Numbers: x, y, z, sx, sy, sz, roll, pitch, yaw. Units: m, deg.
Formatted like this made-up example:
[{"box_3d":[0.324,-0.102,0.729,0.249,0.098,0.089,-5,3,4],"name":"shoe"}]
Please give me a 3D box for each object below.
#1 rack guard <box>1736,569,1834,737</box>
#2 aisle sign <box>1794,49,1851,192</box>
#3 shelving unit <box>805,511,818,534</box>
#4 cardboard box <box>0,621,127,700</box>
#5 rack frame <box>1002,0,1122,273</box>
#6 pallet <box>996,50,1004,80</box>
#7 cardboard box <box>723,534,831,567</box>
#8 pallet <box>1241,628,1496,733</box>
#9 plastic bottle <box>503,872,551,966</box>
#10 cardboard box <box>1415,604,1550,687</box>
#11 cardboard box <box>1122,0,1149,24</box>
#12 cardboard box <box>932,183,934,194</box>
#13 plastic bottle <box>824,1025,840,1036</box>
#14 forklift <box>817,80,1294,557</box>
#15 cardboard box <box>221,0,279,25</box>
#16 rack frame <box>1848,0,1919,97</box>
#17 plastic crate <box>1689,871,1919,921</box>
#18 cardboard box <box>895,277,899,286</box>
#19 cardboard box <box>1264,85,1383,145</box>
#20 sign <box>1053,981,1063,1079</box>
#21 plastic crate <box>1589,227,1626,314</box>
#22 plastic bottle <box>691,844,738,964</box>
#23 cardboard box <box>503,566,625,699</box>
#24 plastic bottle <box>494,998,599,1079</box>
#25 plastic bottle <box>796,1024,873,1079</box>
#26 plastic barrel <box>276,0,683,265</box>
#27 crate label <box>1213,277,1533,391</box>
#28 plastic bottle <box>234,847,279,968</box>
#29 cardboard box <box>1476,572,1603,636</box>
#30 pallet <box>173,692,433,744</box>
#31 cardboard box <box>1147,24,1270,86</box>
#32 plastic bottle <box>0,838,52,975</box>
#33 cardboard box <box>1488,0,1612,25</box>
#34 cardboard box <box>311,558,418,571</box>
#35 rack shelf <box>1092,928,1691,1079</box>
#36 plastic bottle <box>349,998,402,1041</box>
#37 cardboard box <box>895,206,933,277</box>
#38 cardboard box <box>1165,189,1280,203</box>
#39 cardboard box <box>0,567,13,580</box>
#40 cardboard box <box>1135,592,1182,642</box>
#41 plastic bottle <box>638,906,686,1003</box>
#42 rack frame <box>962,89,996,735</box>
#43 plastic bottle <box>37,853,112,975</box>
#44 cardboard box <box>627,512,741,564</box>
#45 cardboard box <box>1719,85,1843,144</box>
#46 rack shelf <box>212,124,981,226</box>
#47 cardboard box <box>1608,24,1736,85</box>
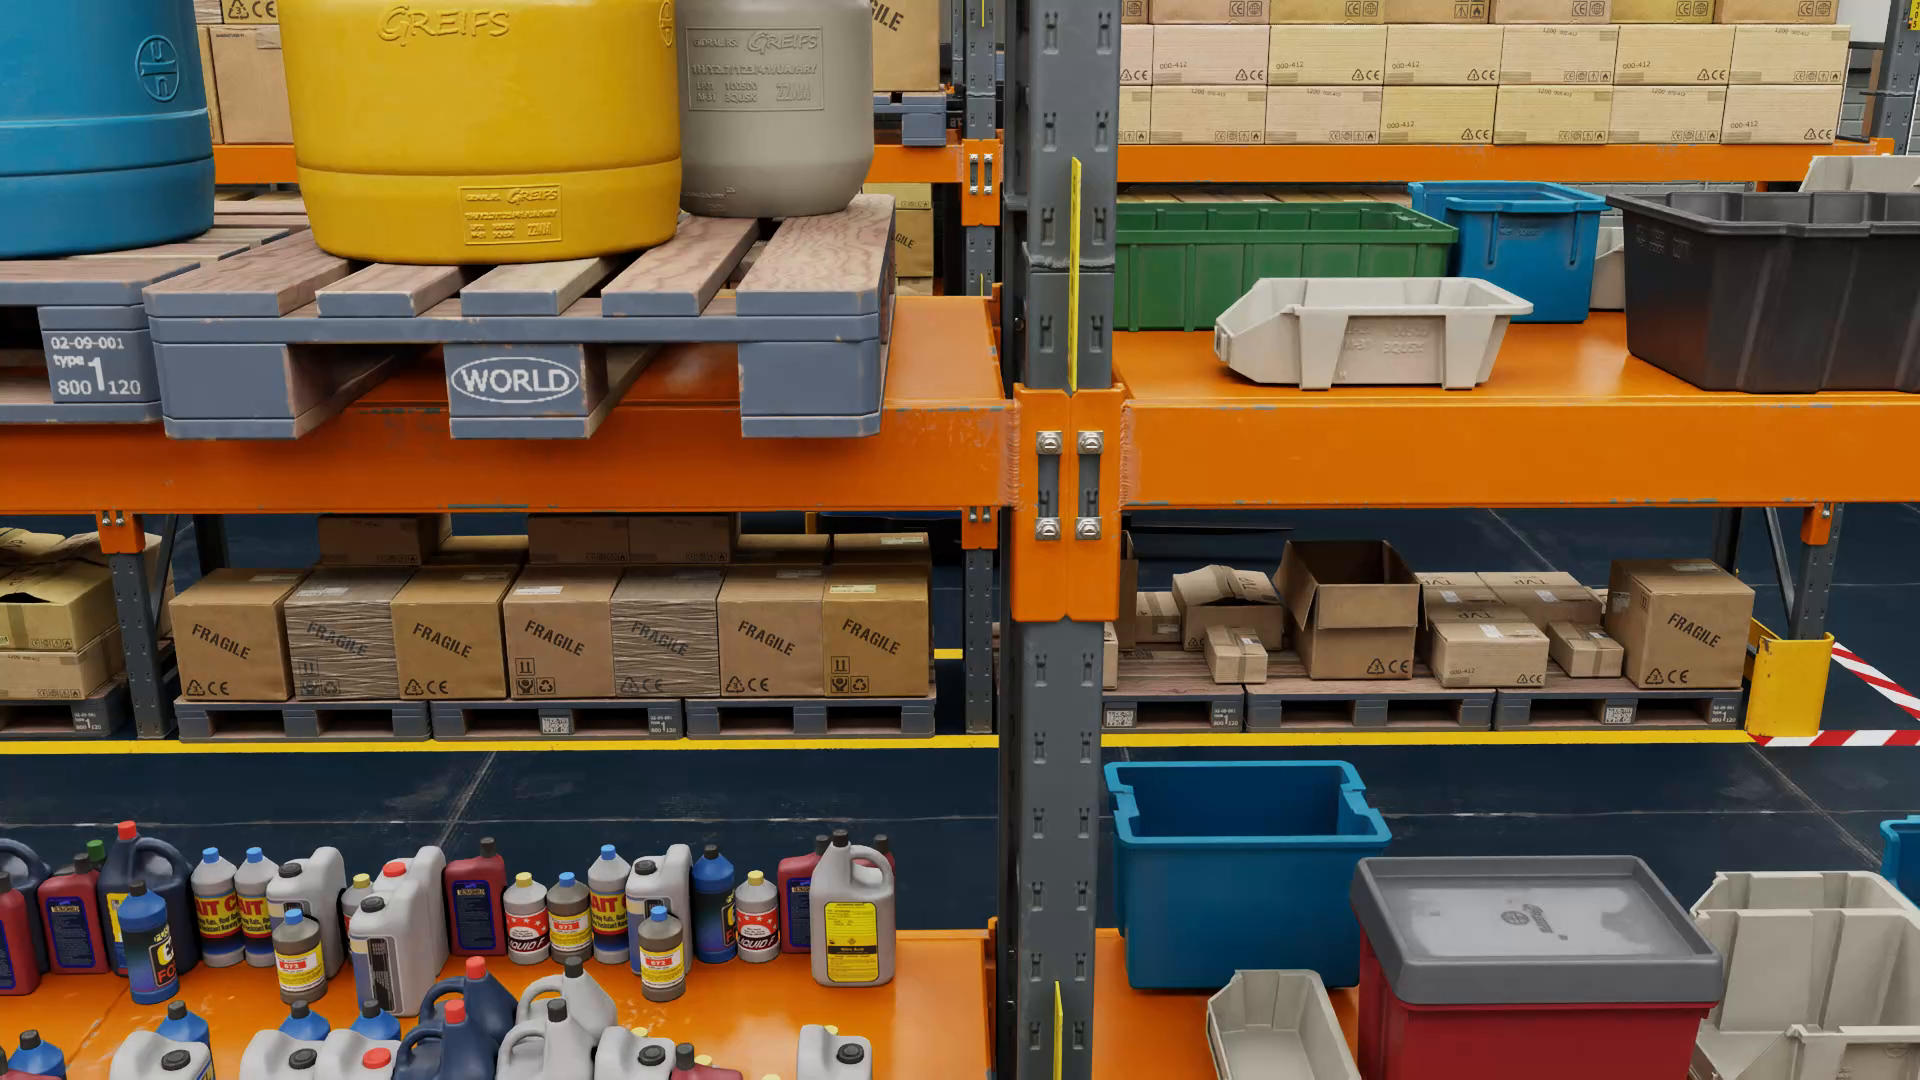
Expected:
[{"box_3d":[4.007,0.539,8.547,0.348,0.500,1.175,0,18,-1],"name":"rack guard"},{"box_3d":[4.147,-1.979,8.050,0.004,0.787,0.394,0,18,-1],"name":"aisle sign"},{"box_3d":[-1.445,-0.751,10.933,1.083,1.500,0.587,1,18,3],"name":"shelving unit"},{"box_3d":[-4.438,0.574,8.162,0.500,0.250,0.500,0,18,0],"name":"cardboard box"},{"box_3d":[0.158,-1.976,2.474,0.127,3.000,1.000,0,18,-1],"name":"rack frame"},{"box_3d":[0.820,-3.532,12.381,1.213,0.211,1.003,0,18,-1],"name":"pallet"},{"box_3d":[-0.937,0.283,8.627,0.500,0.500,0.500,0,18,0],"name":"cardboard box"},{"box_3d":[1.993,0.686,8.563,1.213,0.211,1.003,0,18,-1],"name":"pallet"},{"box_3d":[-0.987,0.856,3.792,0.097,0.201,0.097,0,18,0],"name":"plastic bottle"},{"box_3d":[2.593,0.522,8.291,0.500,0.250,0.500,0,18,-1],"name":"cardboard box"},{"box_3d":[0.569,-2.598,7.524,0.500,0.500,0.700,0,18,-1],"name":"cardboard box"},{"box_3d":[-0.462,-2.778,12.886,0.500,0.250,0.500,0,18,1],"name":"cardboard box"},{"box_3d":[-0.251,1.038,3.226,0.097,0.201,0.097,0,18,0],"name":"plastic bottle"},{"box_3d":[0.628,-1.384,10.563,3.031,2.935,1.130,1,18,3],"name":"forklift"},{"box_3d":[-2.969,-2.567,7.428,0.500,0.500,0.500,0,18,-1],"name":"cardboard box"},{"box_3d":[4.083,-3.508,7.250,0.127,3.000,1.000,0,18,-1],"name":"rack frame"},{"box_3d":[1.895,0.878,3.734,0.466,0.136,0.293,0,18,-1],"name":"plastic crate"},{"box_3d":[-0.584,-1.938,12.557,0.250,0.149,0.380,0,18,0],"name":"cardboard box"},{"box_3d":[1.574,-1.919,7.453,0.500,0.250,0.500,0,18,-1],"name":"cardboard box"},{"box_3d":[0.165,0.917,2.824,0.005,0.325,0.100,0,18,-1],"name":"sign"},{"box_3d":[1.424,-0.544,3.354,0.466,0.136,0.293,0,18,-1],"name":"plastic crate"},{"box_3d":[-0.561,0.821,3.788,0.097,0.271,0.097,0,18,0],"name":"plastic bottle"},{"box_3d":[-1.909,0.444,8.125,0.500,0.500,0.500,-1,18,-3],"name":"cardboard box"},{"box_3d":[-0.756,1.009,3.073,0.185,0.351,0.144,0,18,-1],"name":"plastic bottle"},{"box_3d":[-0.231,1.041,3.096,0.135,0.276,0.152,0,18,-1],"name":"plastic bottle"},{"box_3d":[-0.751,-0.770,2.632,0.600,0.588,0.600,0,18,0],"name":"plastic barrel"},{"box_3d":[0.652,-0.336,2.705,0.466,0.136,0.293,0,18,-1],"name":"crate label"},{"box_3d":[-1.585,0.826,3.773,0.097,0.271,0.097,0,18,0],"name":"plastic bottle"},{"box_3d":[3.035,0.367,8.774,0.500,0.250,0.500,0,18,-1],"name":"cardboard box"},{"box_3d":[-3.169,0.723,8.448,1.213,0.211,1.003,0,18,-1],"name":"pallet"},{"box_3d":[1.074,-2.156,7.375,0.500,0.250,0.500,0,18,-1],"name":"cardboard box"},{"box_3d":[-2.141,0.798,3.730,0.185,0.351,0.144,0,18,-1],"name":"plastic bottle"},{"box_3d":[2.570,-2.584,7.481,0.500,0.500,0.700,0,18,-1],"name":"cardboard box"},{"box_3d":[-2.984,0.292,8.599,0.500,0.500,0.500,0,18,1],"name":"cardboard box"},{"box_3d":[2.158,1.214,3.530,4.000,0.370,1.077,0,18,-1],"name":"rack shelf"},{"box_3d":[-1.121,1.009,3.202,0.097,0.271,0.097,0,18,0],"name":"plastic bottle"},{"box_3d":[-0.456,-2.264,12.512,0.500,0.500,0.500,-1,18,-2],"name":"cardboard box"},{"box_3d":[2.002,-2.294,12.796,0.700,0.700,0.980,-1,18,-4],"name":"cardboard box"},{"box_3d":[-4.955,0.312,8.060,0.500,0.311,0.500,-1,18,-2],"name":"cardboard box"},{"box_3d":[1.023,0.407,8.816,0.250,0.149,0.380,0,18,-1],"name":"cardboard box"},{"box_3d":[-0.656,0.901,3.653,0.097,0.201,0.097,0,18,0],"name":"plastic bottle"},{"box_3d":[0.084,-0.632,8.107,0.127,3.000,1.000,0,18,-1],"name":"rack frame"},{"box_3d":[-1.981,0.835,3.724,0.133,0.283,0.061,0,18,-1],"name":"plastic bottle"},{"box_3d":[-1.404,-0.075,8.516,0.500,0.250,0.500,0,18,-1],"name":"cardboard box"},{"box_3d":[3.574,-1.925,7.473,0.500,0.250,0.500,0,18,-1],"name":"cardboard box"},{"box_3d":[-1.916,-1.708,7.728,4.000,0.370,1.077,0,18,-1],"name":"rack shelf"},{"box_3d":[3.074,-2.163,7.397,0.500,0.250,0.500,0,18,-1],"name":"cardboard box"}]
